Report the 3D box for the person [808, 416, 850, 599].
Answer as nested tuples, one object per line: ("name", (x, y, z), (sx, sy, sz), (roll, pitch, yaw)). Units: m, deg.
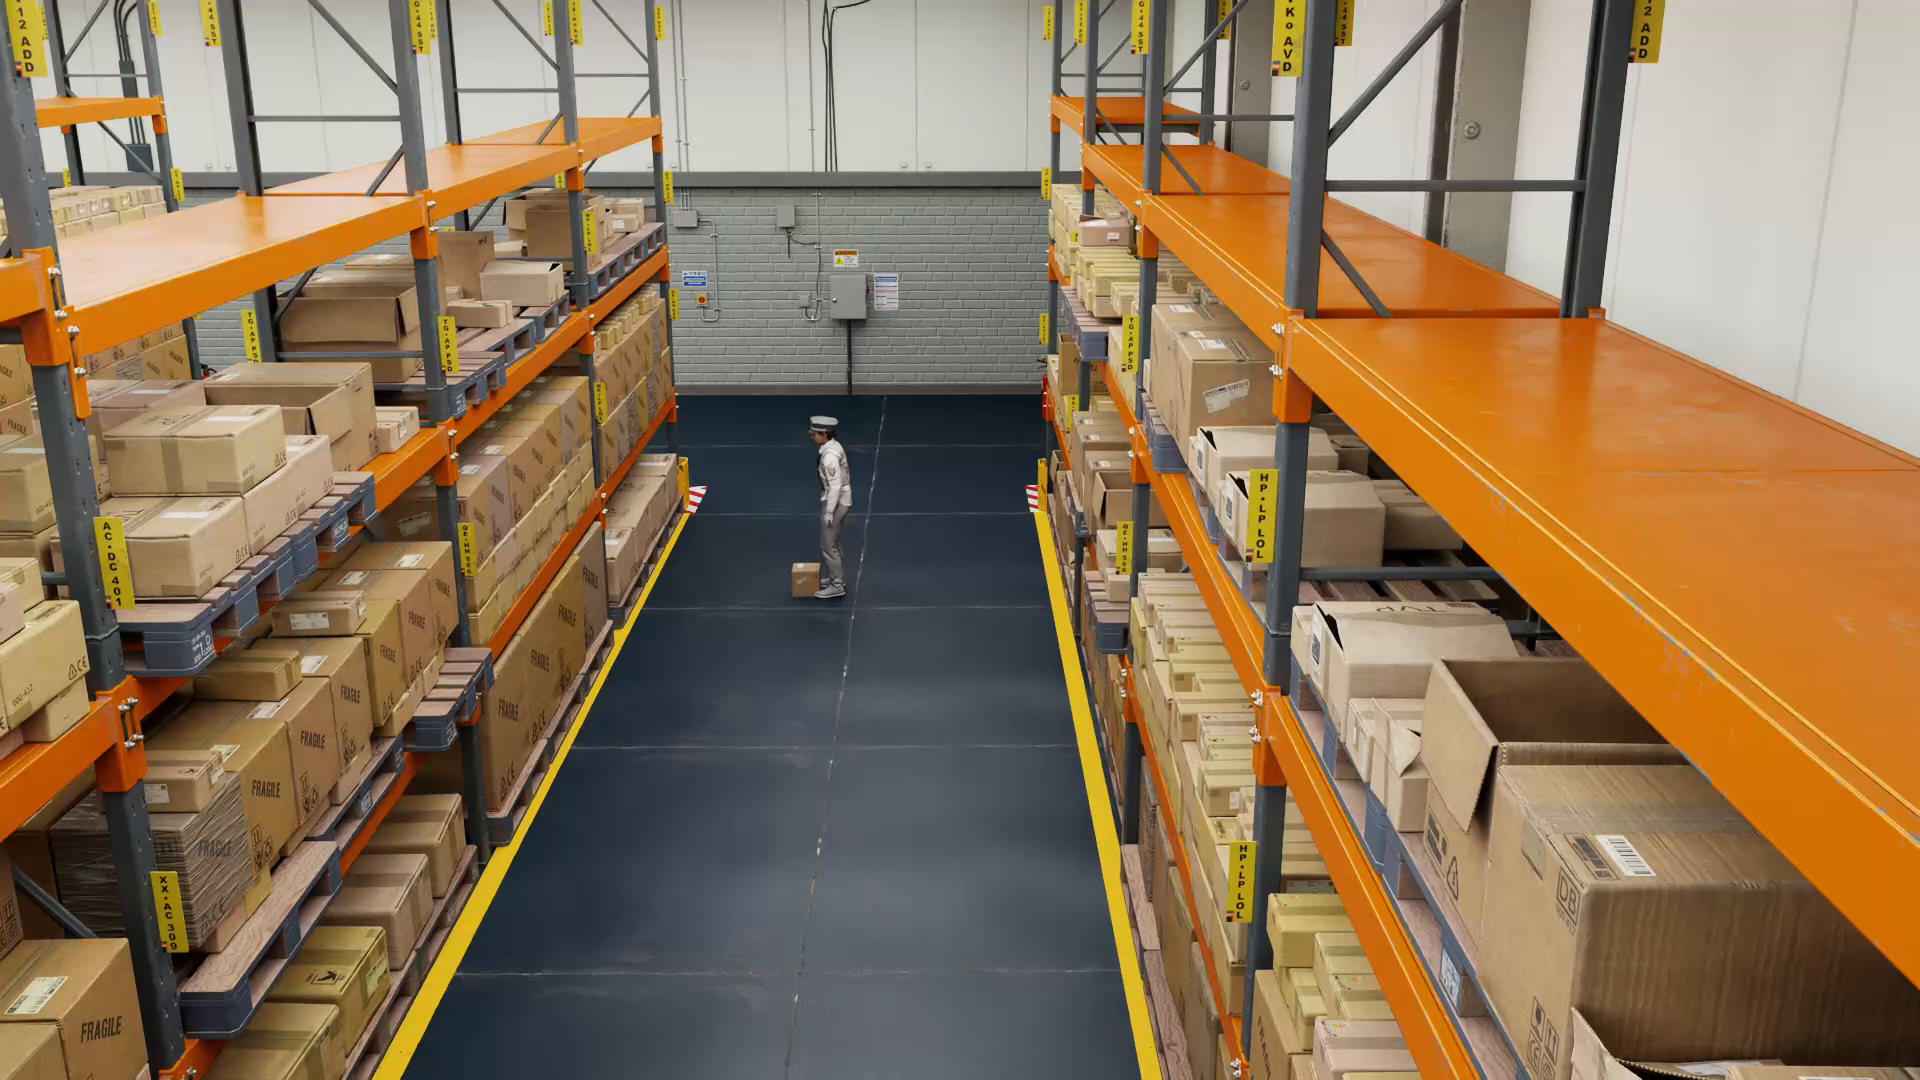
("person", (-1.175, -0.318, 15.091), (0.359, 1.662, 0.463), (-1, 17, -4))
